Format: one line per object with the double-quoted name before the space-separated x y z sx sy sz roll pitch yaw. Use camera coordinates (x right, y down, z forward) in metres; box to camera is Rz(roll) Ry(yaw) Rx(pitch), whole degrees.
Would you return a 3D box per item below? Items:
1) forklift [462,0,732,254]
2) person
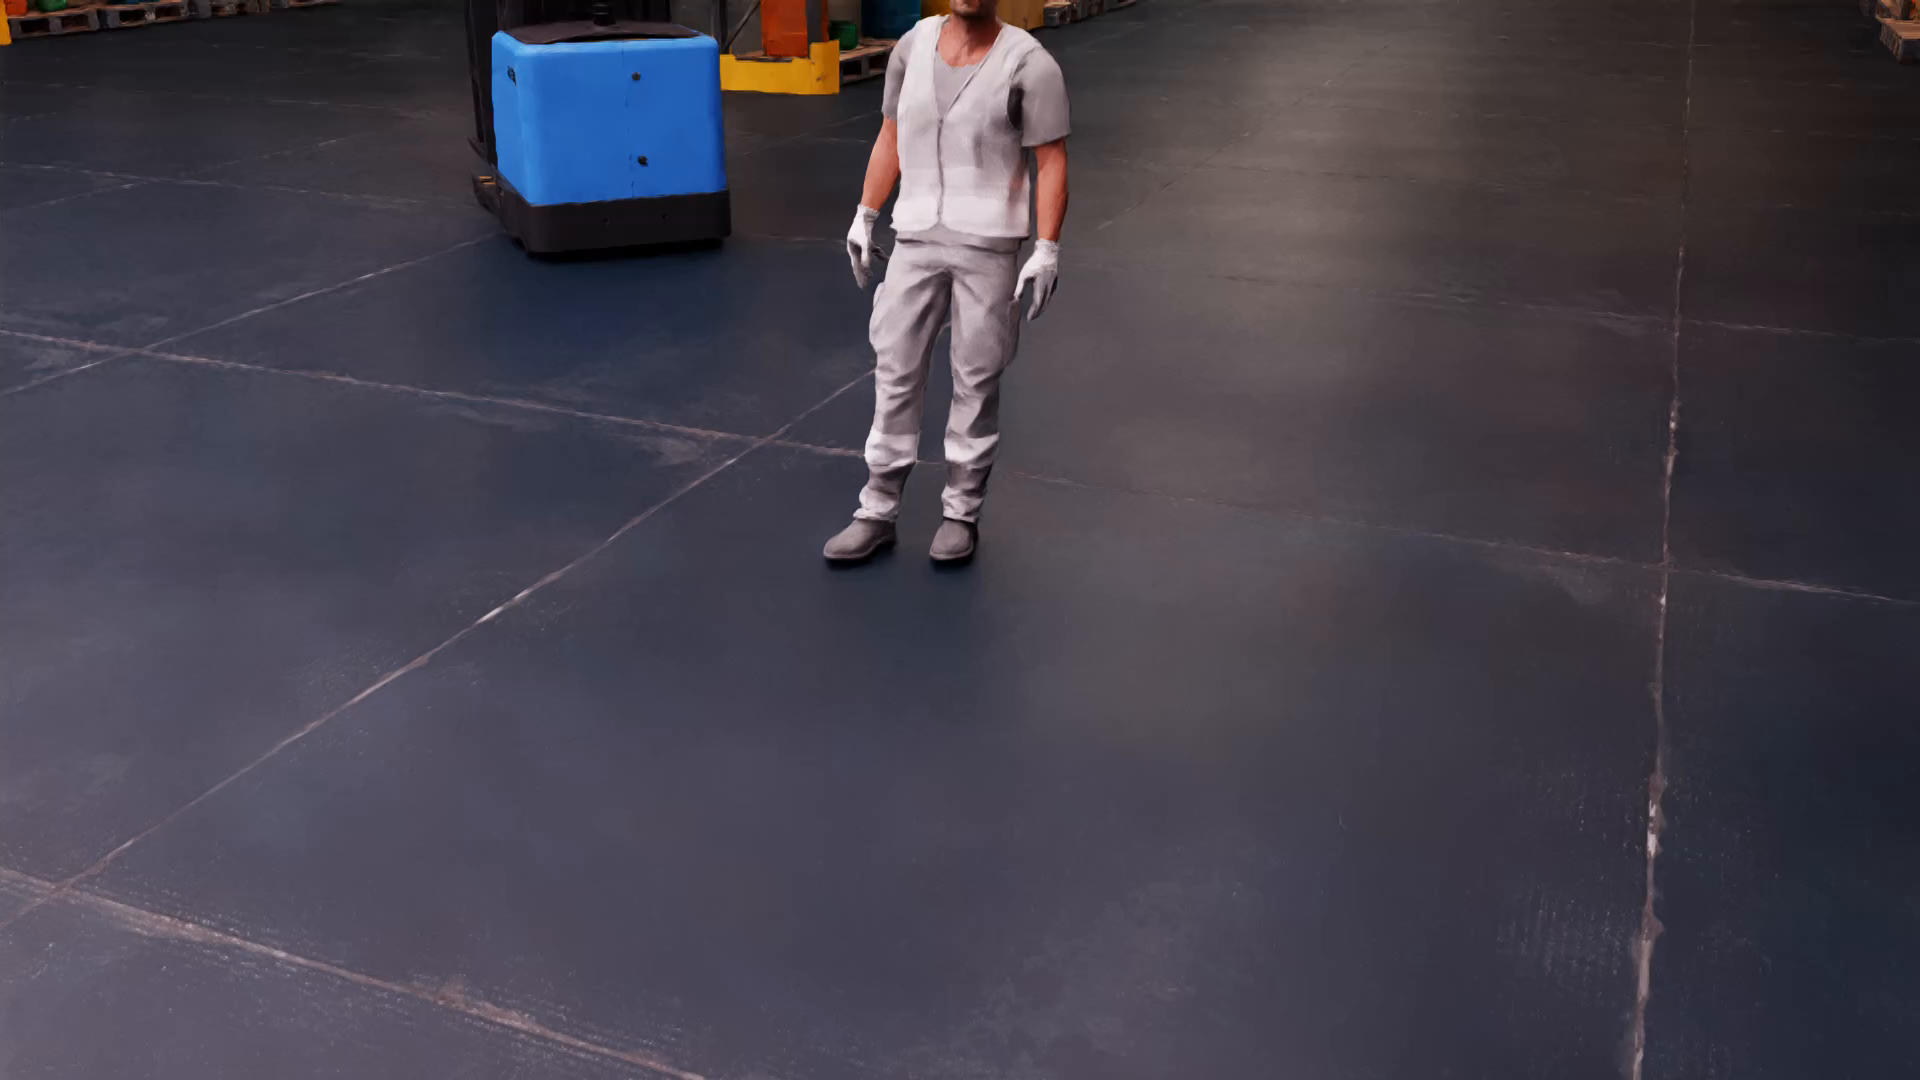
"forklift" -2.246 -3.337 9.275 1.130 2.935 3.031 -9 24 -21
"person" -0.041 -0.805 4.681 0.637 1.787 0.563 9 24 21
